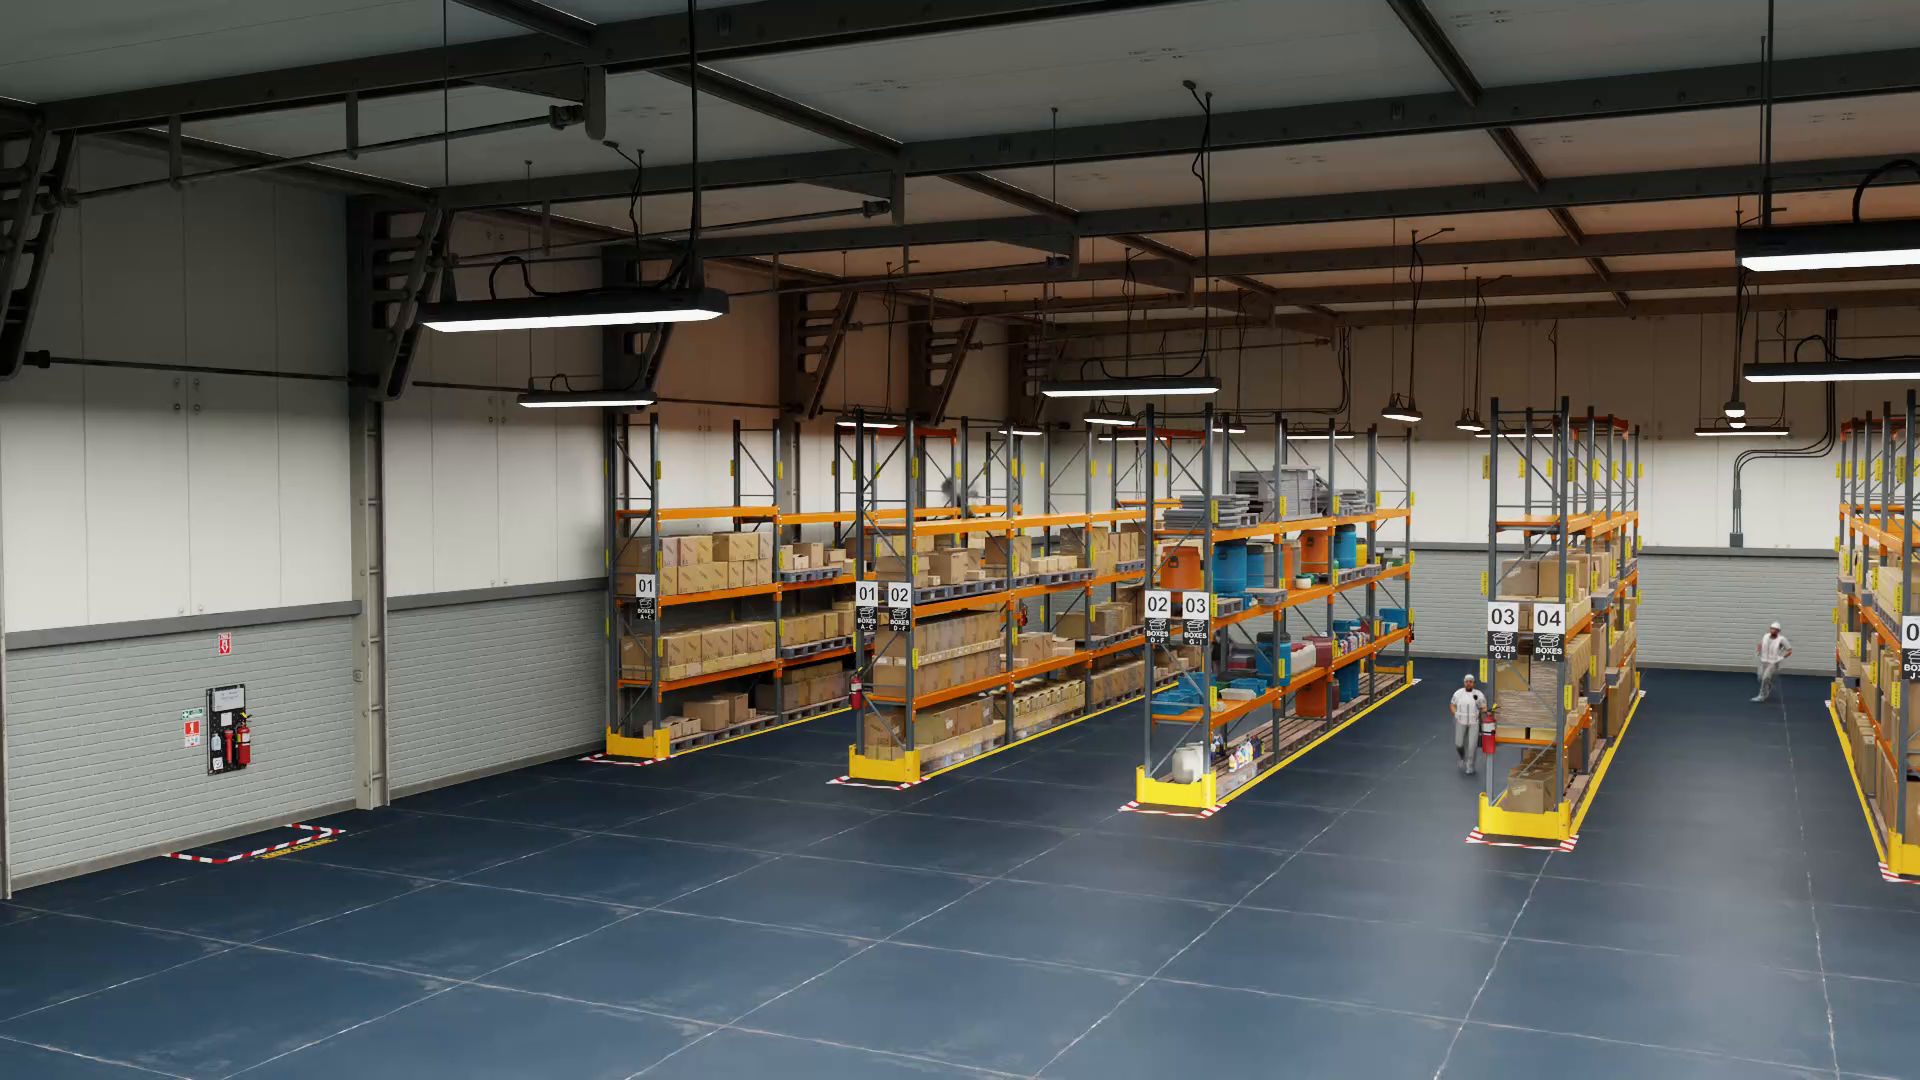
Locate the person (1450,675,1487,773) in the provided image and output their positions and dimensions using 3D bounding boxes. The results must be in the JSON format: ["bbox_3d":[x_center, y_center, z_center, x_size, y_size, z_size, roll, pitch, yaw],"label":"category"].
[{"bbox_3d":[8.379,3.034,27.418,0.599,1.621,0.557,1,3,20],"label":"person"}]

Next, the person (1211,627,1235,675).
[{"bbox_3d":[5.579,2.635,35.869,0.643,1.776,0.747,1,2,16],"label":"person"}]

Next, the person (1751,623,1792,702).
[{"bbox_3d":[17.493,2.635,35.787,0.655,1.729,0.749,-2,3,-37],"label":"person"}]
